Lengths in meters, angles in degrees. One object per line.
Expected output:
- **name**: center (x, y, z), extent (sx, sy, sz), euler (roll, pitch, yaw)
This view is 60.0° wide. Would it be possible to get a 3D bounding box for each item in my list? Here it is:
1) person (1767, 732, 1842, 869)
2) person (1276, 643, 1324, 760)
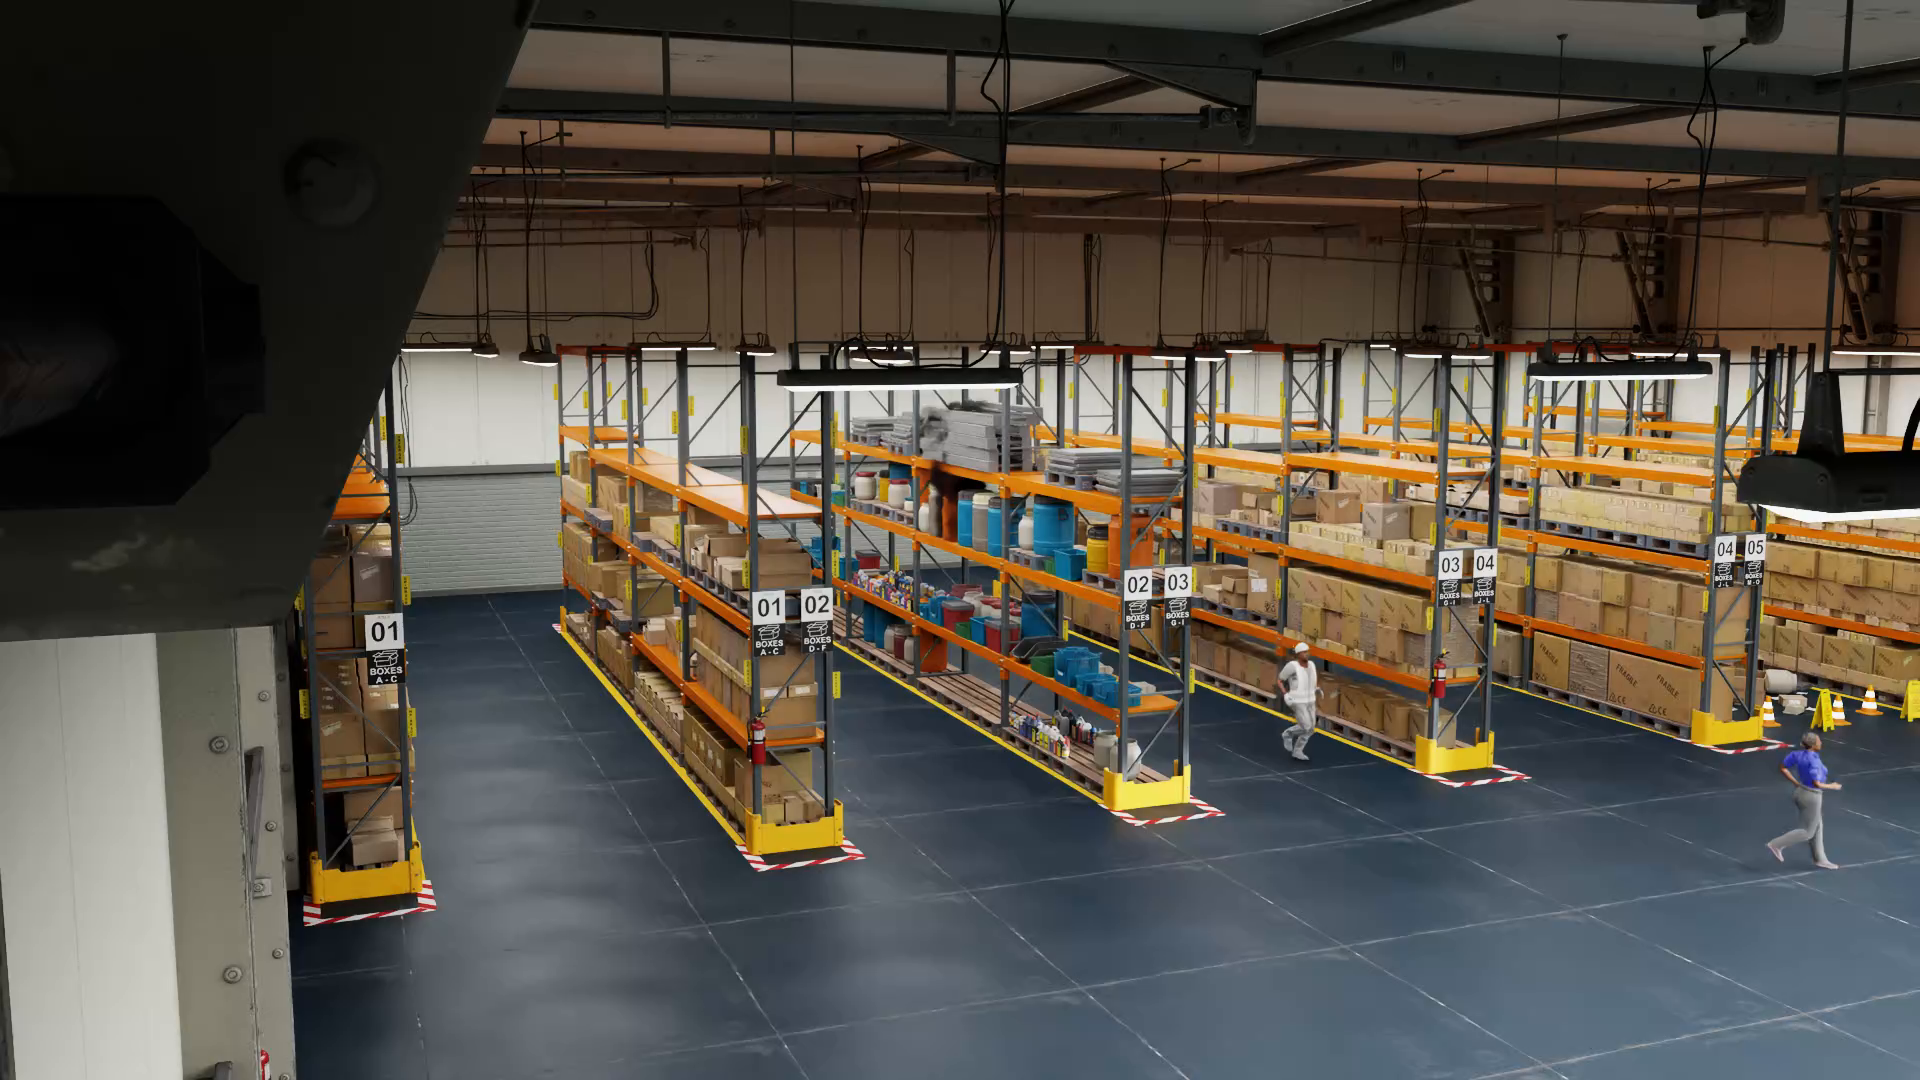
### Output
- **person**: center (9.881, 3.054, 19.438), extent (0.892, 1.654, 0.581), euler (0, 7, 0)
- **person**: center (5.042, 2.373, 24.430), extent (0.683, 1.734, 0.592), euler (-5, 9, -32)
